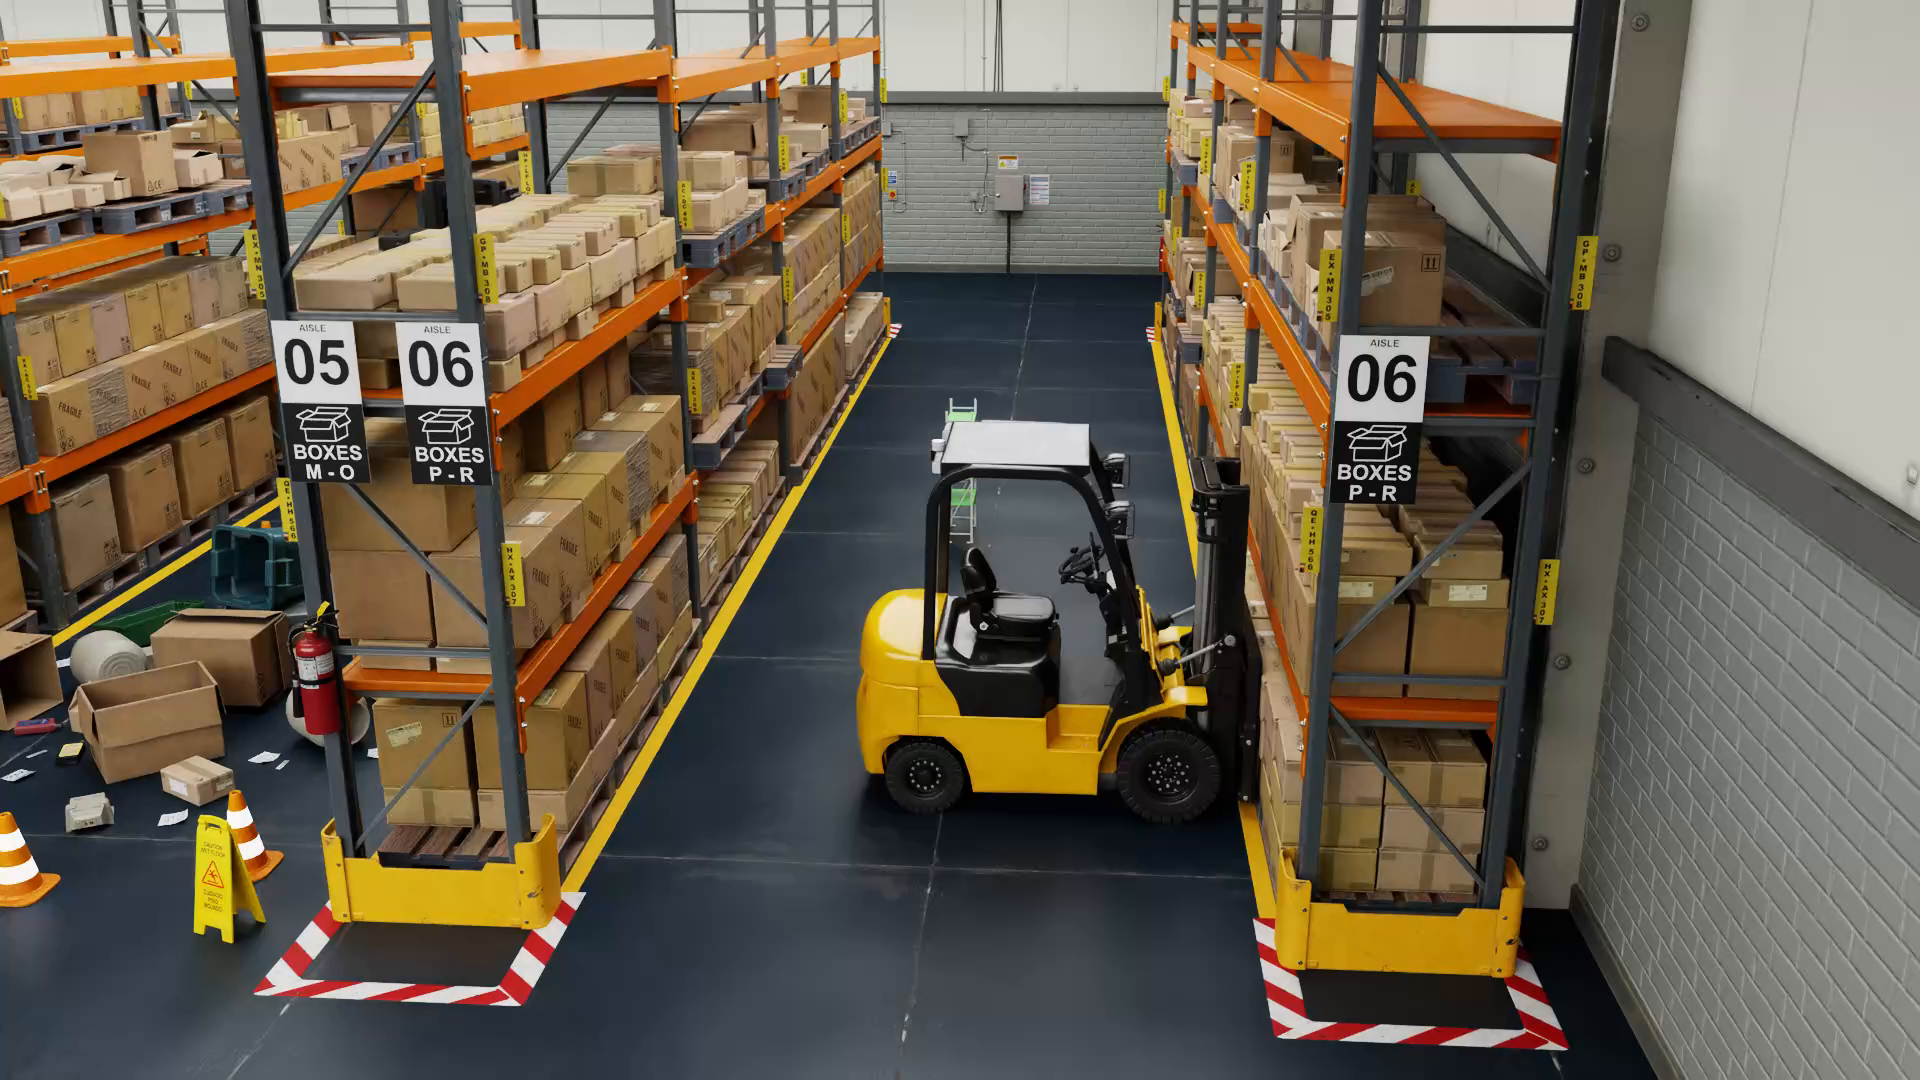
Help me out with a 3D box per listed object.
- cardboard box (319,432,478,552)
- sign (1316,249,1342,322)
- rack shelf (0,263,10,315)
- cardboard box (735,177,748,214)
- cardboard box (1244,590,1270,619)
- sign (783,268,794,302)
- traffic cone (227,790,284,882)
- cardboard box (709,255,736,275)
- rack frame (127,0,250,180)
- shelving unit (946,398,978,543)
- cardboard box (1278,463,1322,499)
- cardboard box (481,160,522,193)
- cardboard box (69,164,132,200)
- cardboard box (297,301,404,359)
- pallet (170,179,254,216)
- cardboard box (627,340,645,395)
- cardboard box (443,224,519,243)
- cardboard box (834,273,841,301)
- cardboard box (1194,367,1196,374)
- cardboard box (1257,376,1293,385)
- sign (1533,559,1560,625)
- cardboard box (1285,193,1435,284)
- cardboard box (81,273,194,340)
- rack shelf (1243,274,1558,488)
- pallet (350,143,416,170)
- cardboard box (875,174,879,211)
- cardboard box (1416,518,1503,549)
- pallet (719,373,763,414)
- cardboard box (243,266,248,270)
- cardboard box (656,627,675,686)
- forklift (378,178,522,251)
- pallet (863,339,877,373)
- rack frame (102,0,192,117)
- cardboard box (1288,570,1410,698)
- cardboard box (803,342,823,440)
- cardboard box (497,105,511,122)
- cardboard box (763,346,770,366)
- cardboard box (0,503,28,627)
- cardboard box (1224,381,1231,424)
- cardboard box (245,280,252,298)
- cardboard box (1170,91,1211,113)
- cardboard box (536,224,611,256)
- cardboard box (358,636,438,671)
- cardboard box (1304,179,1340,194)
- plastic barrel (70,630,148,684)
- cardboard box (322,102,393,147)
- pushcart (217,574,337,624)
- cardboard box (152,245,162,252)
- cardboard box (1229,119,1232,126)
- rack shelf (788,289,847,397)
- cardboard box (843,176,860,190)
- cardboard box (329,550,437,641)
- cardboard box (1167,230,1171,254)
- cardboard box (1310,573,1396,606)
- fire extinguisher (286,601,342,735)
[{"bbox_3d":[-2.927,-0.257,8.645,0.700,0.500,0.500,1,18,3],"label":"cardboard box"},{"bbox_3d":[1.665,-1.144,7.486,0.100,0.325,0.005,1,18,4],"label":"sign"},{"bbox_3d":[-7.547,-1.213,10.145,1.077,0.370,4.000,1,18,4],"label":"rack shelf"},{"bbox_3d":[-1.968,-2.712,13.132,0.500,0.250,0.500,1,18,3],"label":"cardboard box"},{"bbox_3d":[2.073,0.527,10.634,0.500,0.250,0.500,2,18,6],"label":"cardboard box"},{"bbox_3d":[-1.631,-2.417,15.750,0.100,0.325,0.005,1,18,4],"label":"sign"},{"bbox_3d":[-4.002,1.614,9.254,0.336,0.463,0.334,1,18,4],"label":"traffic cone"},{"bbox_3d":[-2.396,-2.603,16.283,0.500,0.500,0.500,1,18,2],"label":"cardboard box"},{"bbox_3d":[-7.117,-4.844,15.253,1.000,3.000,0.127,1,18,4],"label":"rack frame"},{"bbox_3d":[0.012,-0.622,14.893,0.258,1.200,0.503,1,18,4],"label":"shelving unit"},{"bbox_3d":[2.012,-0.331,9.436,0.380,0.149,0.250,2,18,5],"label":"cardboard box"},{"bbox_3d":[-6.328,-4.994,23.102,0.500,0.500,0.500,1,18,3],"label":"cardboard box"},{"bbox_3d":[-7.058,-2.936,13.628,0.396,0.266,0.258,1,18,4],"label":"cardboard box"},{"bbox_3d":[-2.978,-1.090,8.377,0.500,0.250,0.500,1,18,3],"label":"cardboard box"},{"bbox_3d":[-7.110,-3.127,15.136,1.213,0.211,1.003,2,18,6],"label":"pallet"},{"bbox_3d":[-2.655,-1.208,12.481,0.500,0.500,0.500,1,18,3],"label":"cardboard box"},{"bbox_3d":[-2.836,-1.781,9.847,0.380,0.149,0.250,2,18,5],"label":"cardboard box"},{"bbox_3d":[-1.666,-2.940,19.318,0.500,0.250,0.500,1,18,3],"label":"cardboard box"},{"bbox_3d":[2.743,-1.854,18.062,0.380,0.149,0.250,2,18,6],"label":"cardboard box"},{"bbox_3d":[2.295,-1.109,12.288,0.380,0.149,0.250,1,18,3],"label":"cardboard box"},{"bbox_3d":[2.758,0.246,7.838,0.100,0.325,0.005,1,18,4],"label":"sign"},{"bbox_3d":[2.247,-1.681,9.417,0.797,0.503,0.637,2,18,6],"label":"cardboard box"},{"bbox_3d":[-7.229,-2.060,14.626,0.700,0.500,0.500,1,18,3],"label":"cardboard box"},{"bbox_3d":[2.349,-1.024,9.569,1.077,0.370,4.000,1,18,4],"label":"rack shelf"},{"bbox_3d":[-6.981,-4.382,18.963,1.213,0.211,1.003,1,18,4],"label":"pallet"},{"bbox_3d":[-1.396,-4.766,22.884,0.500,0.500,0.500,2,18,6],"label":"cardboard box"},{"bbox_3d":[2.524,0.003,8.417,0.380,0.149,0.250,2,18,6],"label":"cardboard box"},{"bbox_3d":[-2.274,-1.207,14.097,1.003,0.211,1.213,1,18,4],"label":"pallet"},{"bbox_3d":[-7.485,-2.760,17.304,0.380,0.149,0.250,2,18,6],"label":"cardboard box"},{"bbox_3d":[-2.262,0.791,11.433,0.500,0.250,0.500,1,18,2],"label":"cardboard box"},{"bbox_3d":[-4.849,-1.958,16.190,1.130,2.935,3.031,2,18,7],"label":"forklift"},{"bbox_3d":[-1.668,-2.445,22.047,1.003,0.211,1.213,1,18,4],"label":"pallet"},{"bbox_3d":[-11.483,-7.470,23.270,1.000,3.000,0.127,1,18,4],"label":"rack frame"},{"bbox_3d":[1.979,0.474,8.498,0.500,0.500,0.500,1,18,3],"label":"cardboard box"},{"bbox_3d":[-1.972,-1.593,17.706,0.875,0.875,0.875,2,18,5],"label":"cardboard box"},{"bbox_3d":[-6.358,-5.762,22.310,0.500,0.250,0.500,1,18,2],"label":"cardboard box"},{"bbox_3d":[-1.908,-1.645,14.854,0.380,0.149,0.250,0,18,1],"label":"cardboard box"},{"bbox_3d":[-7.519,0.253,12.070,0.875,0.875,0.875,2,18,5],"label":"cardboard box"},{"bbox_3d":[2.302,-1.046,12.737,0.500,0.250,0.500,1,18,2],"label":"cardboard box"},{"bbox_3d":[-6.890,-2.496,16.498,0.380,0.149,0.250,1,18,4],"label":"cardboard box"},{"bbox_3d":[3.015,-5.732,21.742,0.500,0.250,0.500,1,18,4],"label":"cardboard box"},{"bbox_3d":[-2.280,-1.769,9.811,0.380,0.149,0.250,2,18,5],"label":"cardboard box"},{"bbox_3d":[-2.932,0.569,8.772,0.380,0.149,0.250,2,18,6],"label":"cardboard box"},{"bbox_3d":[2.877,-2.850,13.527,0.380,0.166,0.250,1,18,4],"label":"cardboard box"},{"bbox_3d":[-5.955,0.860,11.618,0.512,0.421,0.421,17,25,41],"label":"plastic barrel"},{"bbox_3d":[-6.967,-4.792,19.079,0.700,0.500,0.500,1,18,4],"label":"cardboard box"},{"bbox_3d":[-4.737,0.539,12.671,1.648,0.377,0.936,-5,19,-15],"label":"pushcart"},{"bbox_3d":[-11.252,-4.065,22.915,0.380,0.149,0.250,1,18,3],"label":"cardboard box"},{"bbox_3d":[3.164,-4.565,18.310,0.380,0.149,0.250,1,18,4],"label":"cardboard box"},{"bbox_3d":[-2.029,-2.193,17.954,1.077,0.370,4.000,1,18,4],"label":"rack shelf"},{"bbox_3d":[-1.476,-4.552,21.189,0.380,0.149,0.250,1,18,4],"label":"cardboard box"},{"bbox_3d":[-2.982,0.207,8.835,0.500,0.500,0.500,1,18,3],"label":"cardboard box"},{"bbox_3d":[2.982,-3.910,21.801,0.500,0.250,0.500,1,18,3],"label":"cardboard box"},{"bbox_3d":[1.951,0.211,8.260,0.380,0.149,0.250,2,18,5],"label":"cardboard box"},{"bbox_3d":[-3.214,0.633,8.298,0.296,0.674,0.183,1,18,4],"label":"fire extinguisher"}]
